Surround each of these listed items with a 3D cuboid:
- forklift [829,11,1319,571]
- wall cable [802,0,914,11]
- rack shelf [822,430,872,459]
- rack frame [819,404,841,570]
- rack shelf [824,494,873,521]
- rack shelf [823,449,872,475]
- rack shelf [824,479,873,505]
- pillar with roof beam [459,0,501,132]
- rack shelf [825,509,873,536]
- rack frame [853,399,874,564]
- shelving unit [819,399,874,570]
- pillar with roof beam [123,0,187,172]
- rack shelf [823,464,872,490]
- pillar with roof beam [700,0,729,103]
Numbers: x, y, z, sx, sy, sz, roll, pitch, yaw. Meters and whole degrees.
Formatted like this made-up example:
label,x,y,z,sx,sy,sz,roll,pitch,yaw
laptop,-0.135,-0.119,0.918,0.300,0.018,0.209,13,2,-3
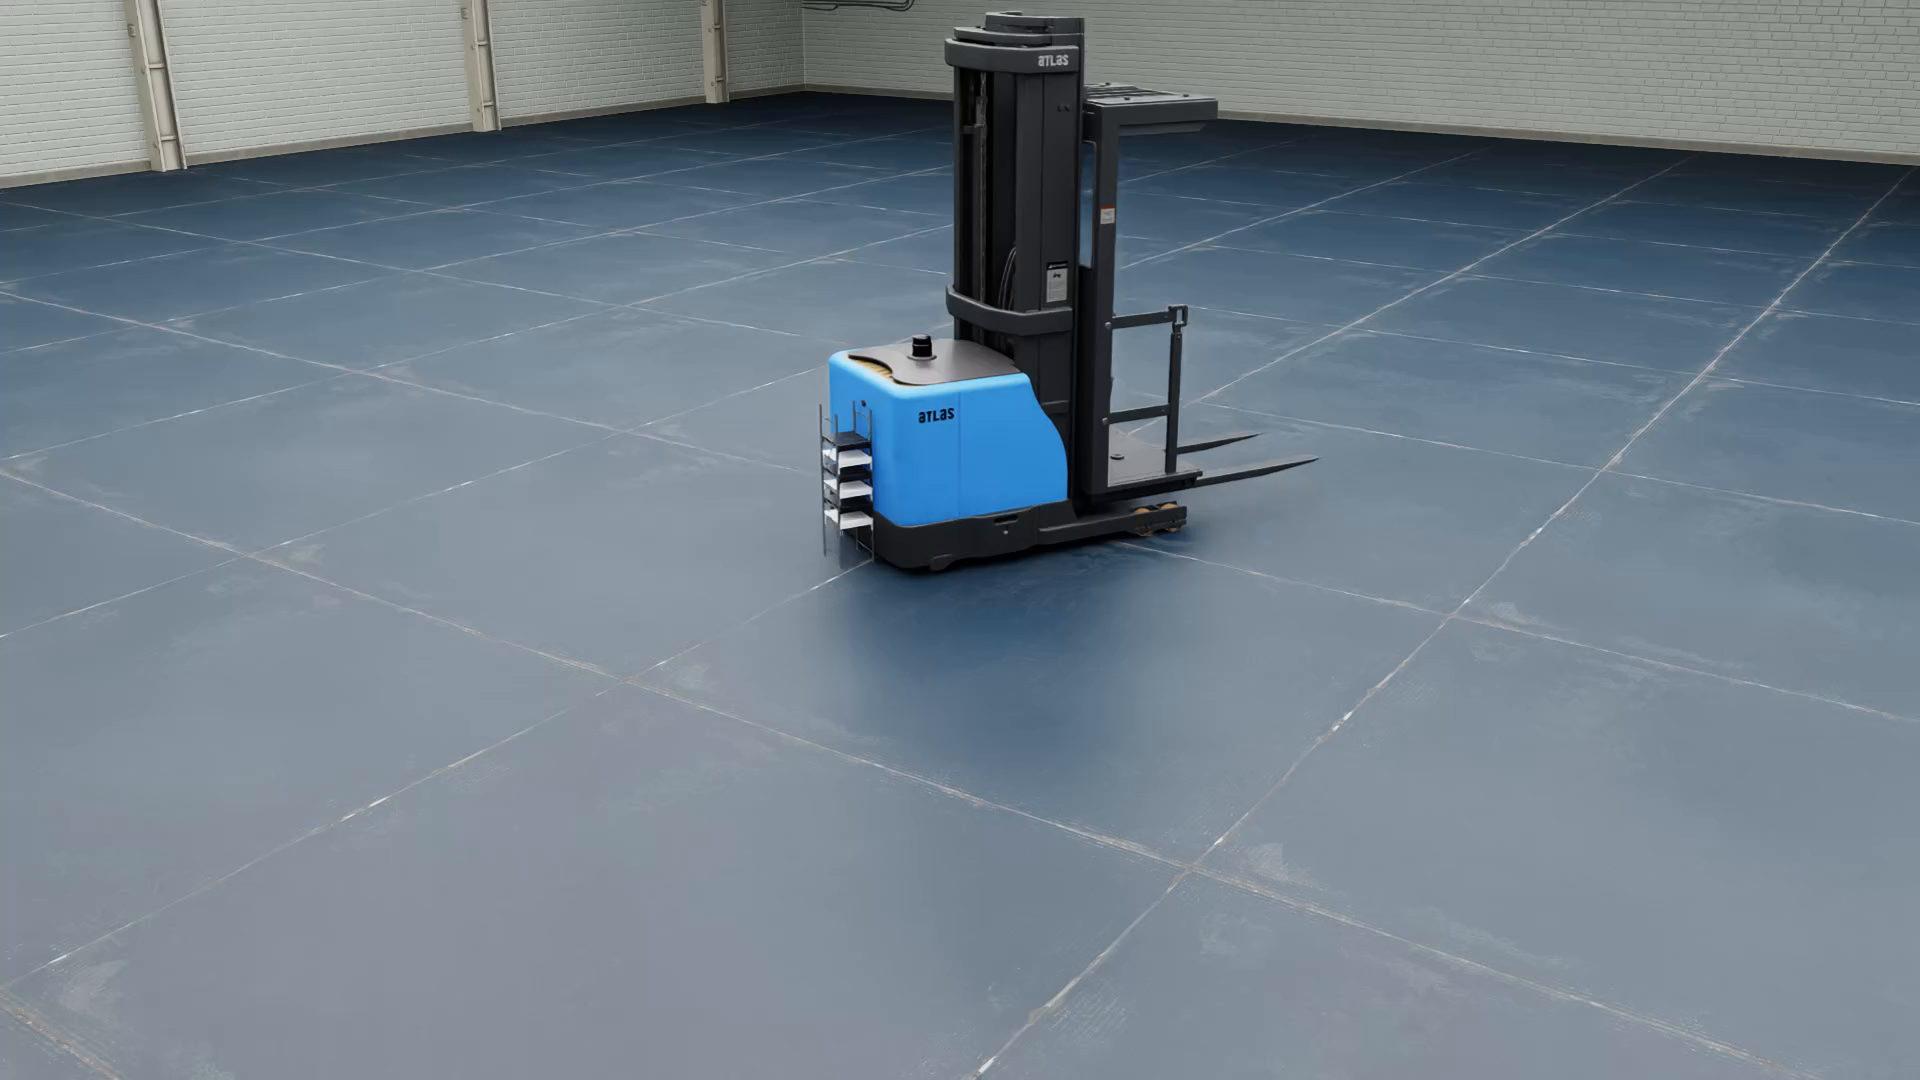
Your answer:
label,x,y,z,sx,sy,sz,roll,pitch,yaw
forklift,0.776,-1.543,9.712,3.031,2.935,1.130,-10,23,-26
wall cable,-2.194,-12.274,34.453,3.097,2.526,0.112,13,24,32
rack shelf,-0.633,-0.532,9.224,0.200,0.077,0.258,-10,23,-26
rack frame,-0.723,-0.294,9.262,0.006,0.900,0.240,-10,23,-26
rack shelf,-0.633,-0.194,9.349,0.200,0.077,0.258,-10,23,-26
rack shelf,-0.633,-0.448,9.255,0.200,0.077,0.258,-10,23,-26
rack shelf,-0.633,-0.279,9.318,0.200,0.077,0.258,-10,23,-26
pillar with roof beam,-4.756,-10.582,25.402,9.100,9.000,0.400,13,24,32
rack shelf,-0.633,-0.110,9.380,0.200,0.077,0.258,-10,23,-26
rack frame,-0.543,-0.326,9.350,0.006,0.900,0.240,-10,23,-26
shelving unit,-0.633,-0.310,9.306,0.210,0.900,0.258,-10,23,-26
pillar with roof beam,-8.129,-8.861,20.748,9.100,9.000,0.400,13,24,32
rack shelf,-0.633,-0.363,9.286,0.200,0.077,0.258,-10,23,-26
pillar with roof beam,-1.383,-12.304,30.056,9.100,9.000,0.400,13,24,32
